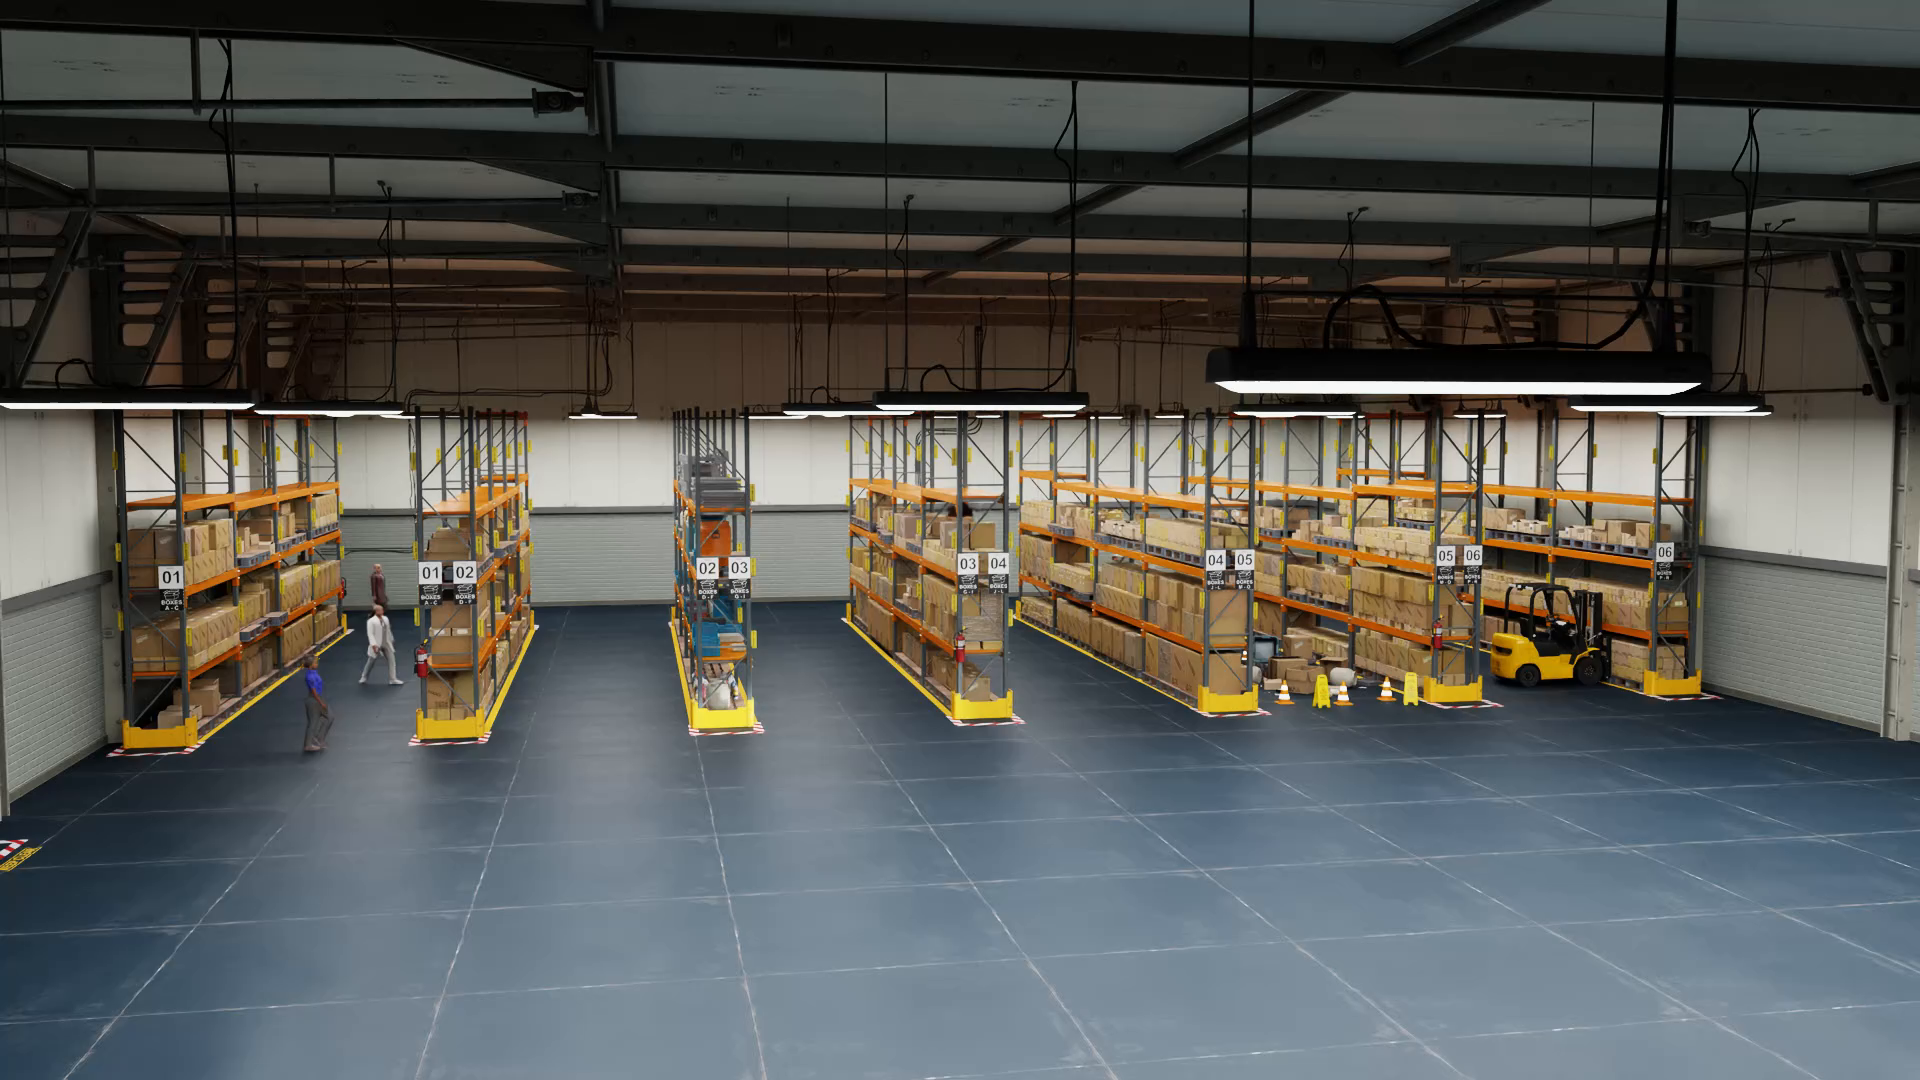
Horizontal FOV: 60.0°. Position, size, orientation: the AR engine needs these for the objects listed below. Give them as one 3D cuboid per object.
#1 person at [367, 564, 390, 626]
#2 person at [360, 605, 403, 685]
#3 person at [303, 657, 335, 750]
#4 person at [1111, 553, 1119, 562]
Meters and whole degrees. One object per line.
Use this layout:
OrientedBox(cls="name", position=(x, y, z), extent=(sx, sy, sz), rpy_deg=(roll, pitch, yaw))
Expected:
OrientedBox(cls="person", position=(-16.193, 1.538, 46.269), extent=(0.651, 1.756, 0.574), rpy_deg=(-1, 4, -8))
OrientedBox(cls="person", position=(-12.635, 2.279, 36.239), extent=(0.981, 1.743, 0.721), rpy_deg=(3, 5, 40))
OrientedBox(cls="person", position=(-11.158, 2.855, 28.839), extent=(0.495, 1.661, 0.463), rpy_deg=(0, 4, -2))
OrientedBox(cls="person", position=(4.827, 1.250, 50.719), extent=(0.770, 1.736, 0.671), rpy_deg=(-2, 4, -23))
